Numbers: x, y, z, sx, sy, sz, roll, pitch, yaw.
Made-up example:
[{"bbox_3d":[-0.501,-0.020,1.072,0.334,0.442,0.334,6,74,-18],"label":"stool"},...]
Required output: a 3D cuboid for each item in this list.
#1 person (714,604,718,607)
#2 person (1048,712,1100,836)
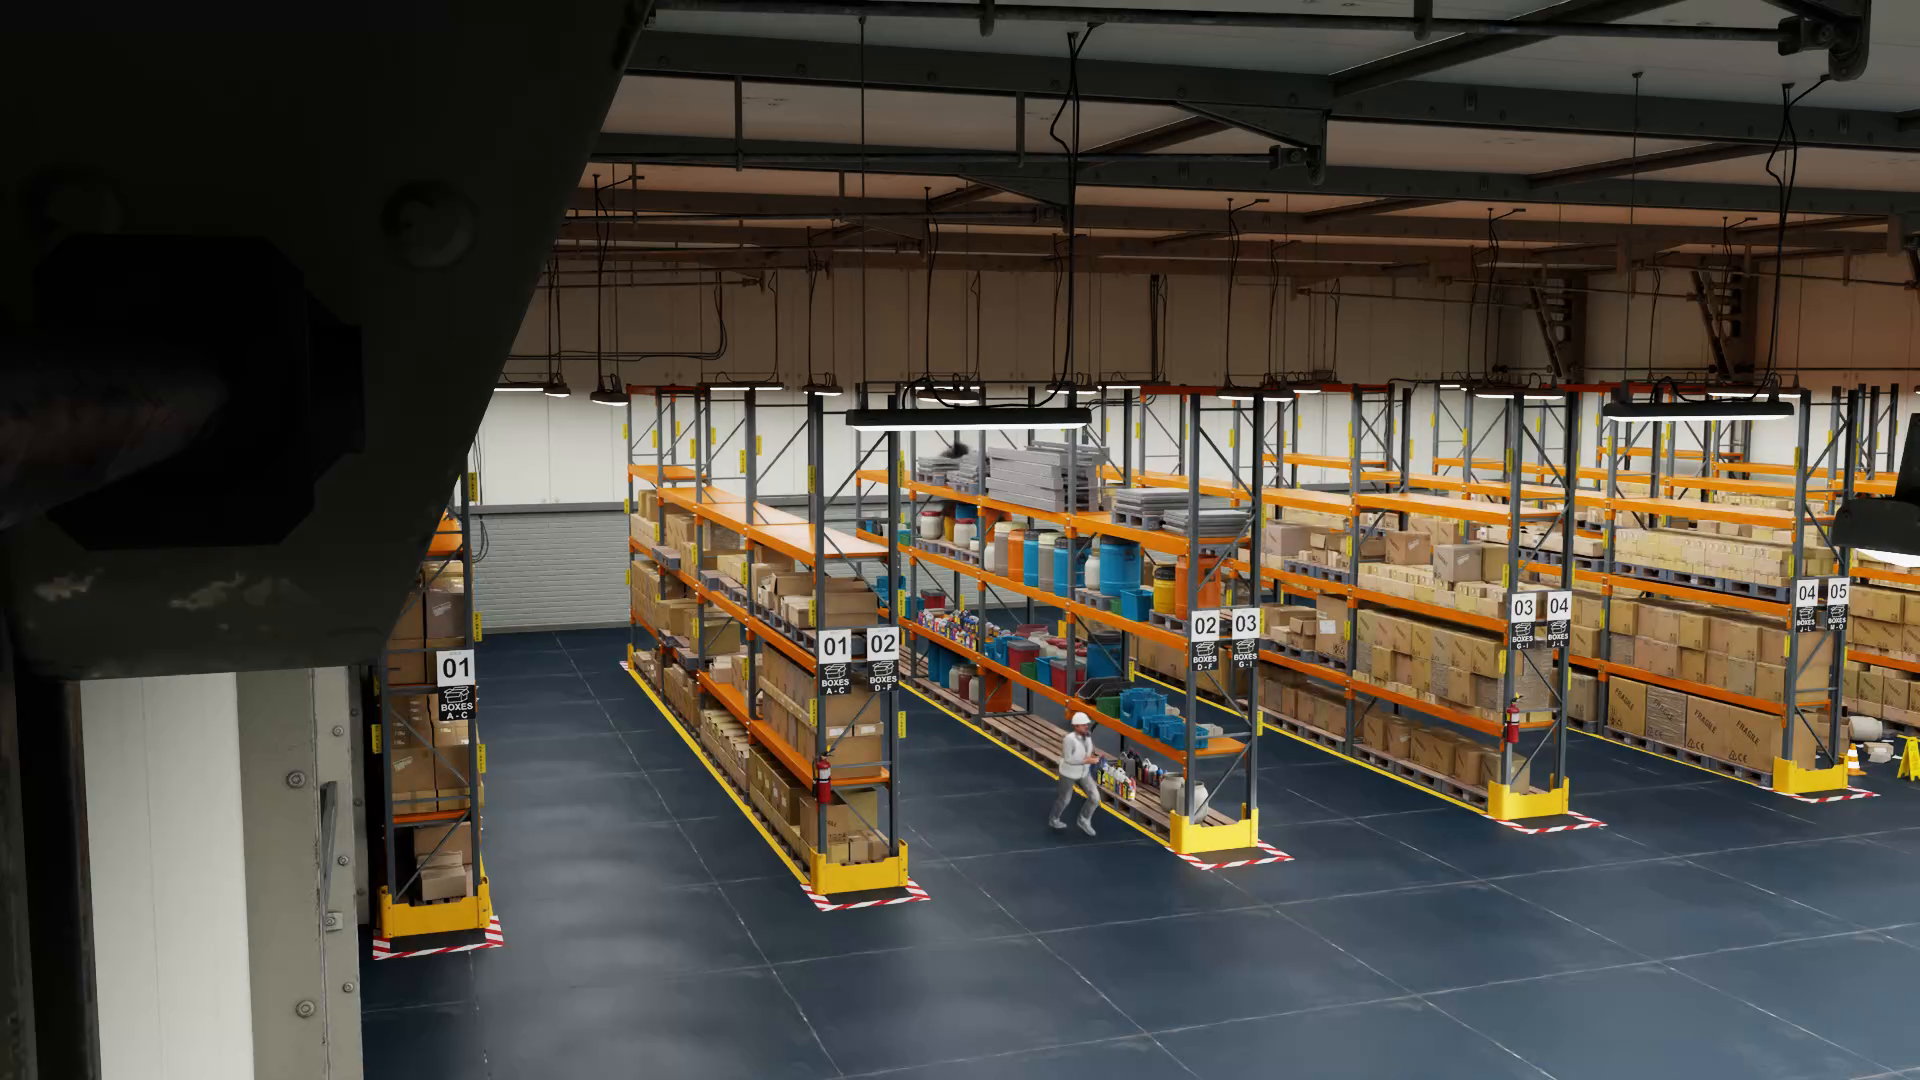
[{"bbox_3d":[-5.309,1.701,36.371,0.668,1.824,0.852,-4,7,-37],"label":"person"},{"bbox_3d":[1.548,3.151,22.465,0.592,1.722,0.953,-4,7,-37],"label":"person"}]
